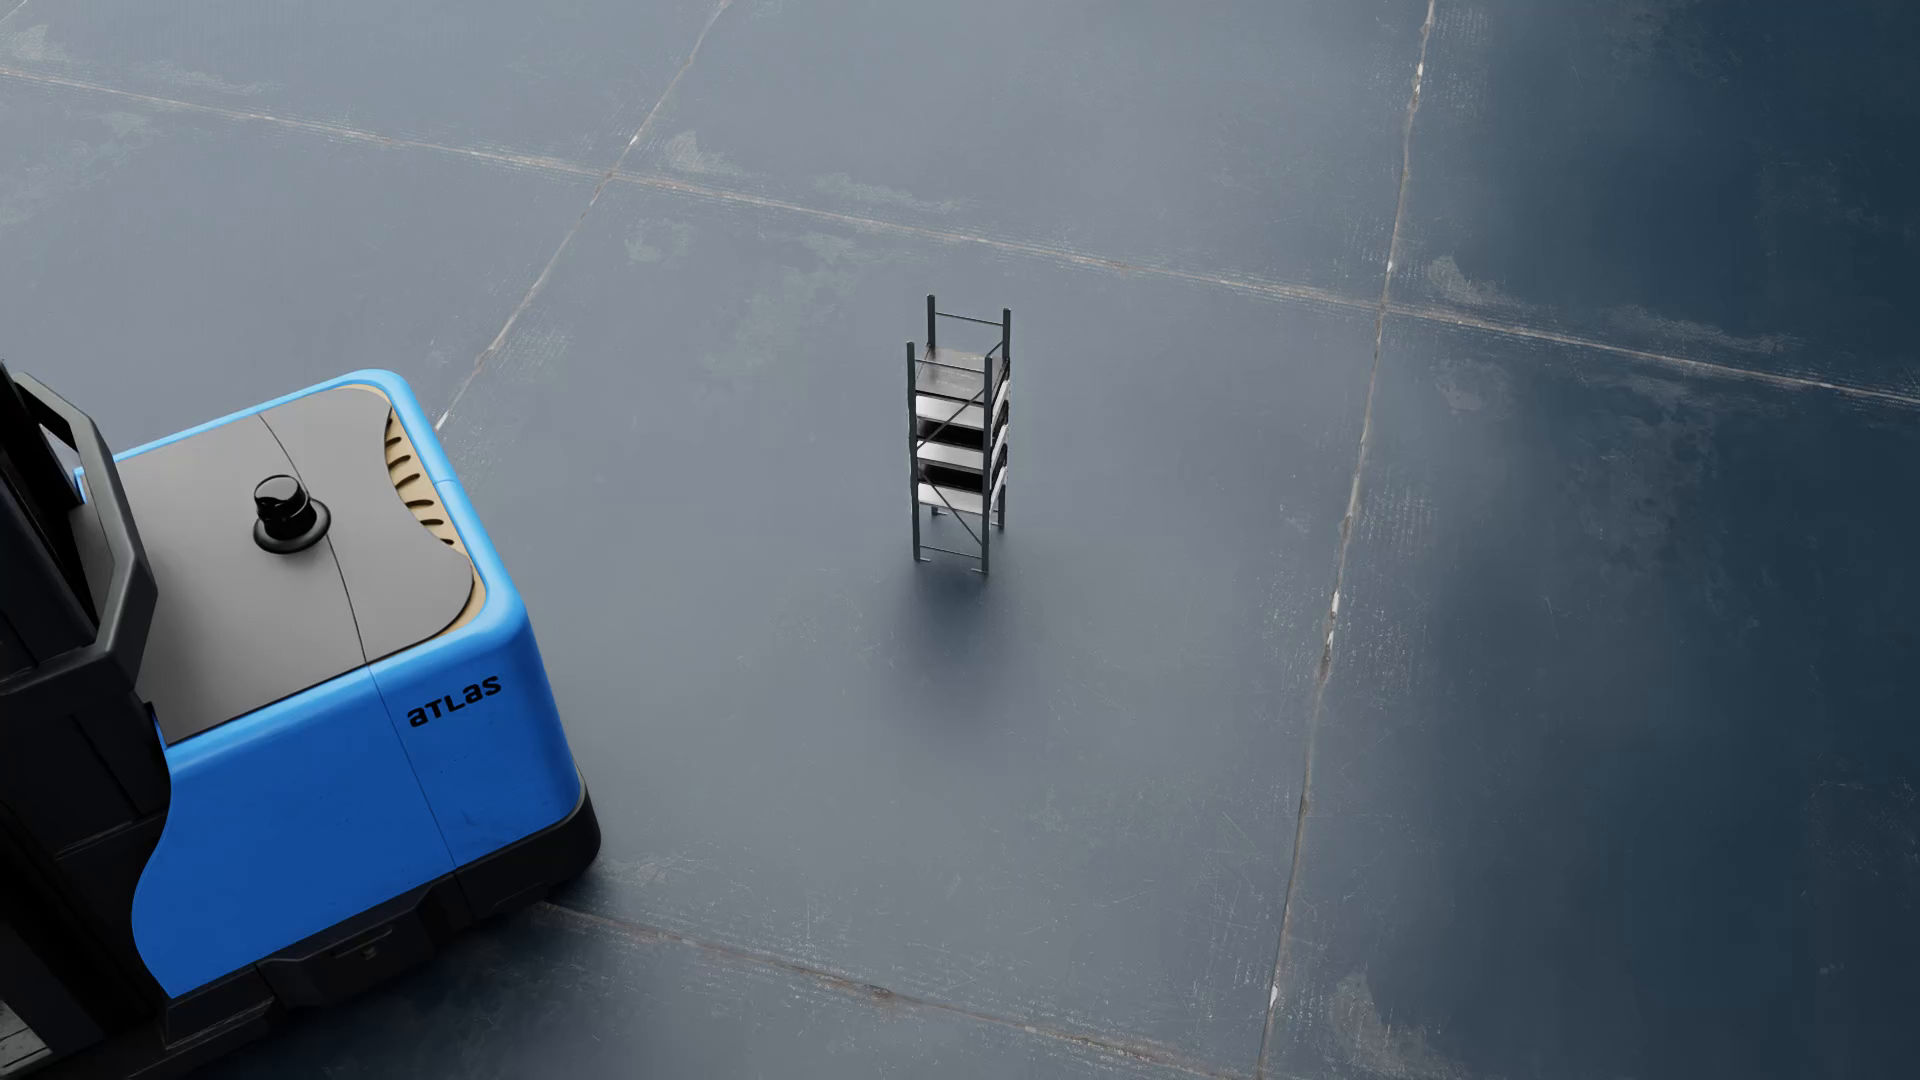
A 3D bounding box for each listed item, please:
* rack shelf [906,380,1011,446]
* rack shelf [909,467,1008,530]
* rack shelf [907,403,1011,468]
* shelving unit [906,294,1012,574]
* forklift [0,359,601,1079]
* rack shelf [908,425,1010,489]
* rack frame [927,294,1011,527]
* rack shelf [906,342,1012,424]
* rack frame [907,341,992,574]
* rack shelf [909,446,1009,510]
[{"bbox_3d":[-0.002,-0.389,4.797,0.258,0.077,0.200,12,50,10],"label":"rack shelf"},{"bbox_3d":[-0.002,-0.151,5.067,0.258,0.077,0.200,12,50,10],"label":"rack shelf"},{"bbox_3d":[-0.002,-0.329,4.865,0.258,0.077,0.200,12,50,10],"label":"rack shelf"},{"bbox_3d":[-0.002,-0.292,4.907,0.258,0.900,0.210,12,50,10],"label":"shelving unit"},{"bbox_3d":[-2.492,0.150,3.162,3.031,2.935,1.130,-24,53,-19],"label":"forklift"},{"bbox_3d":[-0.002,-0.270,4.932,0.258,0.077,0.200,12,50,10],"label":"rack shelf"},{"bbox_3d":[0.025,-0.365,4.972,0.240,0.900,0.006,12,50,10],"label":"rack frame"},{"bbox_3d":[-0.002,-0.449,4.730,0.258,0.077,0.200,12,50,10],"label":"rack shelf"},{"bbox_3d":[-0.029,-0.218,4.843,0.240,0.900,0.006,12,50,10],"label":"rack frame"},{"bbox_3d":[-0.002,-0.210,5.000,0.258,0.077,0.200,12,50,10],"label":"rack shelf"}]
